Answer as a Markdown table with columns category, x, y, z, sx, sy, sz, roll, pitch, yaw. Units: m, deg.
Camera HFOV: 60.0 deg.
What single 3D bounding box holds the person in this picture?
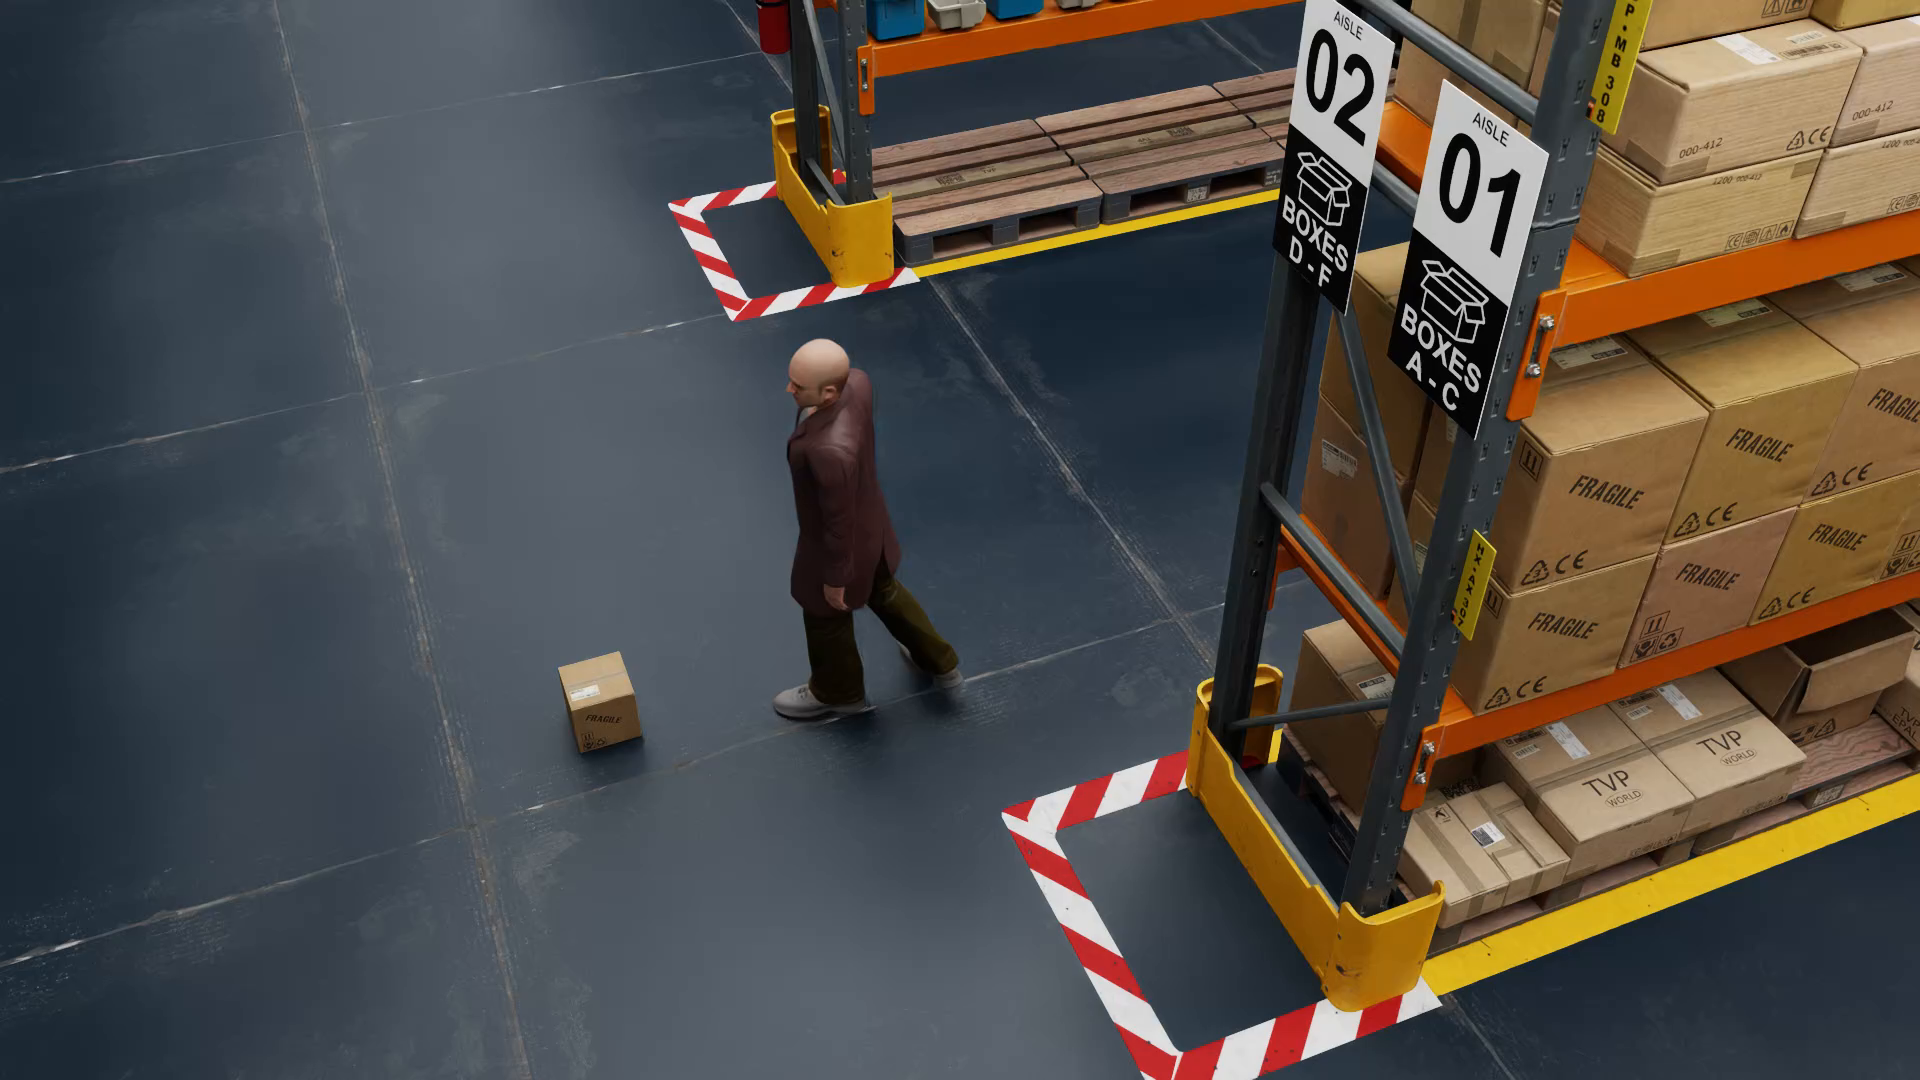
| category | x | y | z | sx | sy | sz | roll | pitch | yaw |
| --- | --- | --- | --- | --- | --- | --- | --- | --- | --- |
| person | -0.364 | -0.022 | 6.184 | 0.748 | 1.775 | 0.612 | 7 | 42 | 8 |
